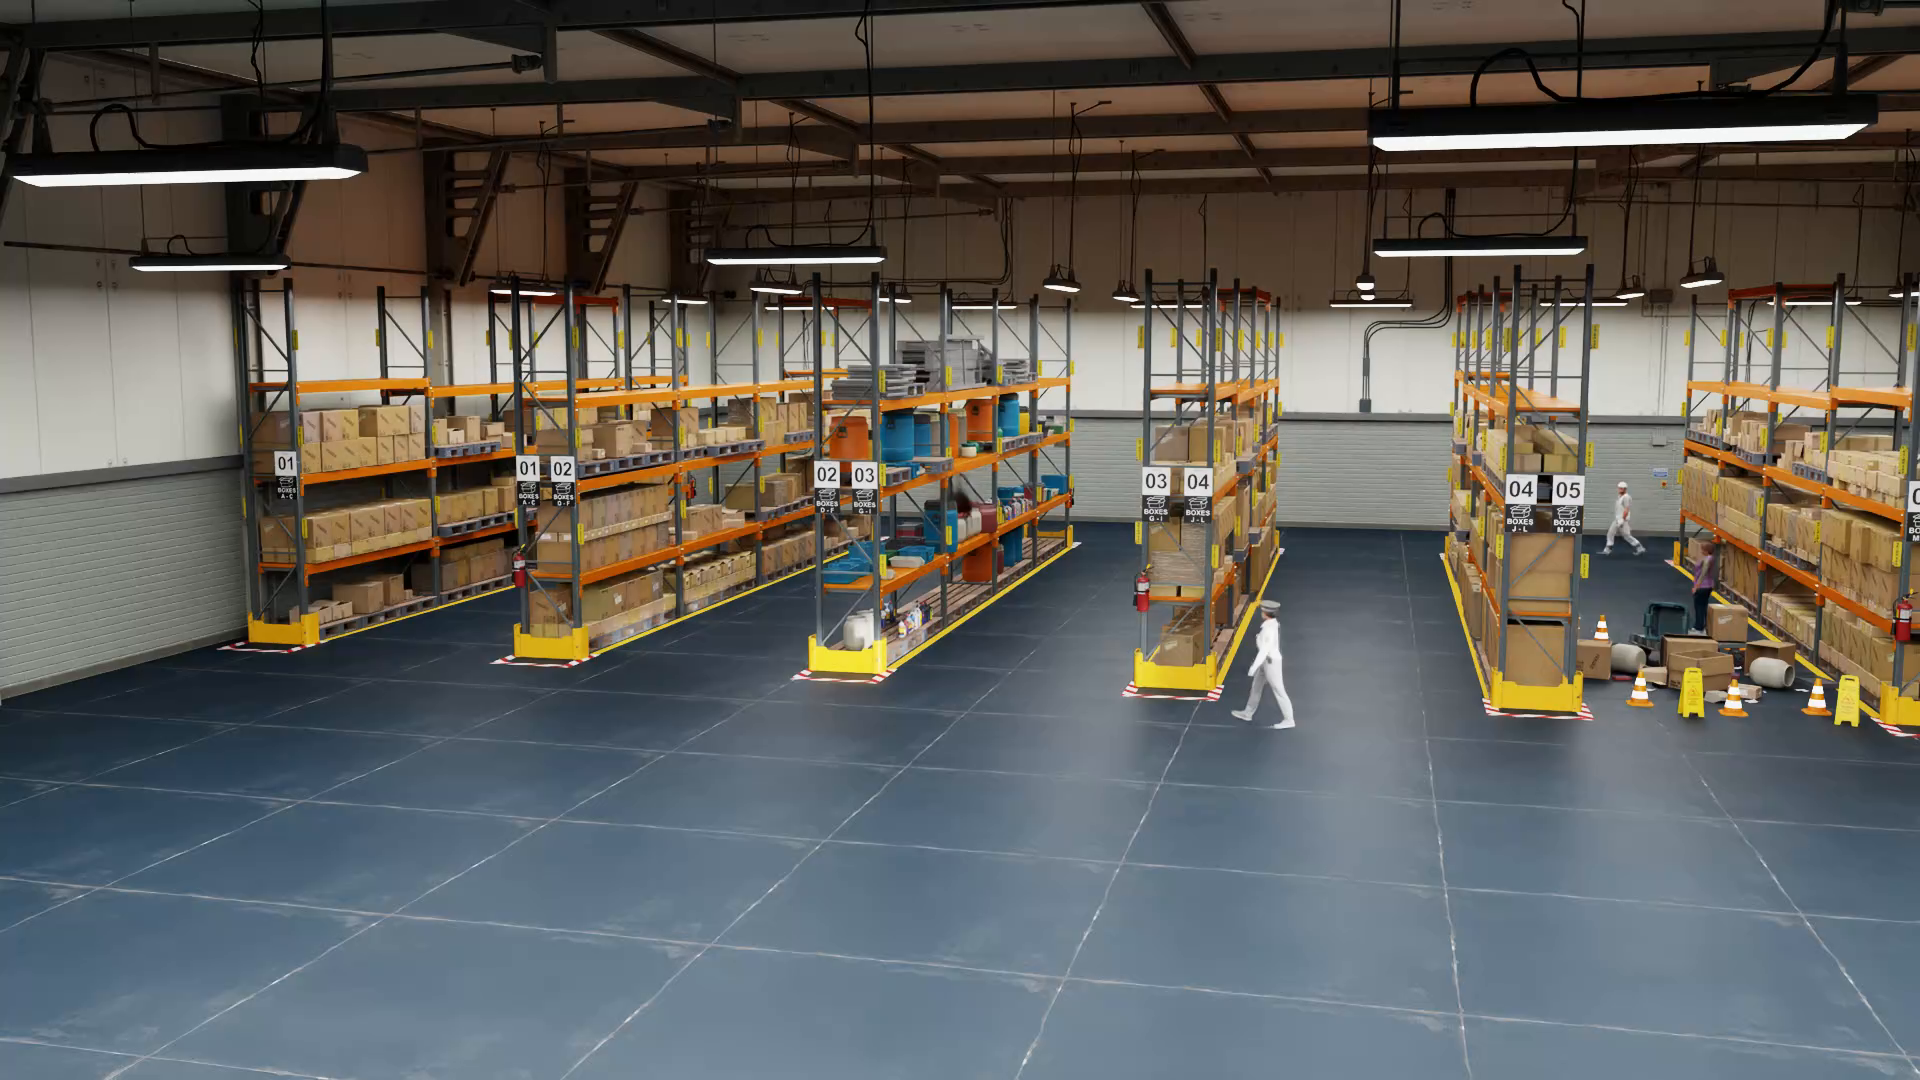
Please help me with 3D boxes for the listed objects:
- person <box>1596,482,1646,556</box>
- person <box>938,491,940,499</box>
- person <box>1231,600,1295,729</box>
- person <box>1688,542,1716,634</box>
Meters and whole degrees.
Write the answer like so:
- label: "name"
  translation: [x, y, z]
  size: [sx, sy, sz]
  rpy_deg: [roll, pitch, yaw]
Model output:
- label: "person"
  translation: [15.327, -0.471, 38.493]
  size: [1.053, 1.747, 0.666]
  rpy_deg: [1, 7, 12]
- label: "person"
  translation: [-0.451, -0.246, 36.801]
  size: [0.592, 1.722, 0.822]
  rpy_deg: [4, 8, 29]
- label: "person"
  translation: [3.956, 1.595, 21.632]
  size: [0.772, 1.646, 0.638]
  rpy_deg: [1, 7, 5]
- label: "person"
  translation: [12.673, 0.846, 28.403]
  size: [0.477, 1.652, 0.412]
  rpy_deg: [-5, 8, -36]
